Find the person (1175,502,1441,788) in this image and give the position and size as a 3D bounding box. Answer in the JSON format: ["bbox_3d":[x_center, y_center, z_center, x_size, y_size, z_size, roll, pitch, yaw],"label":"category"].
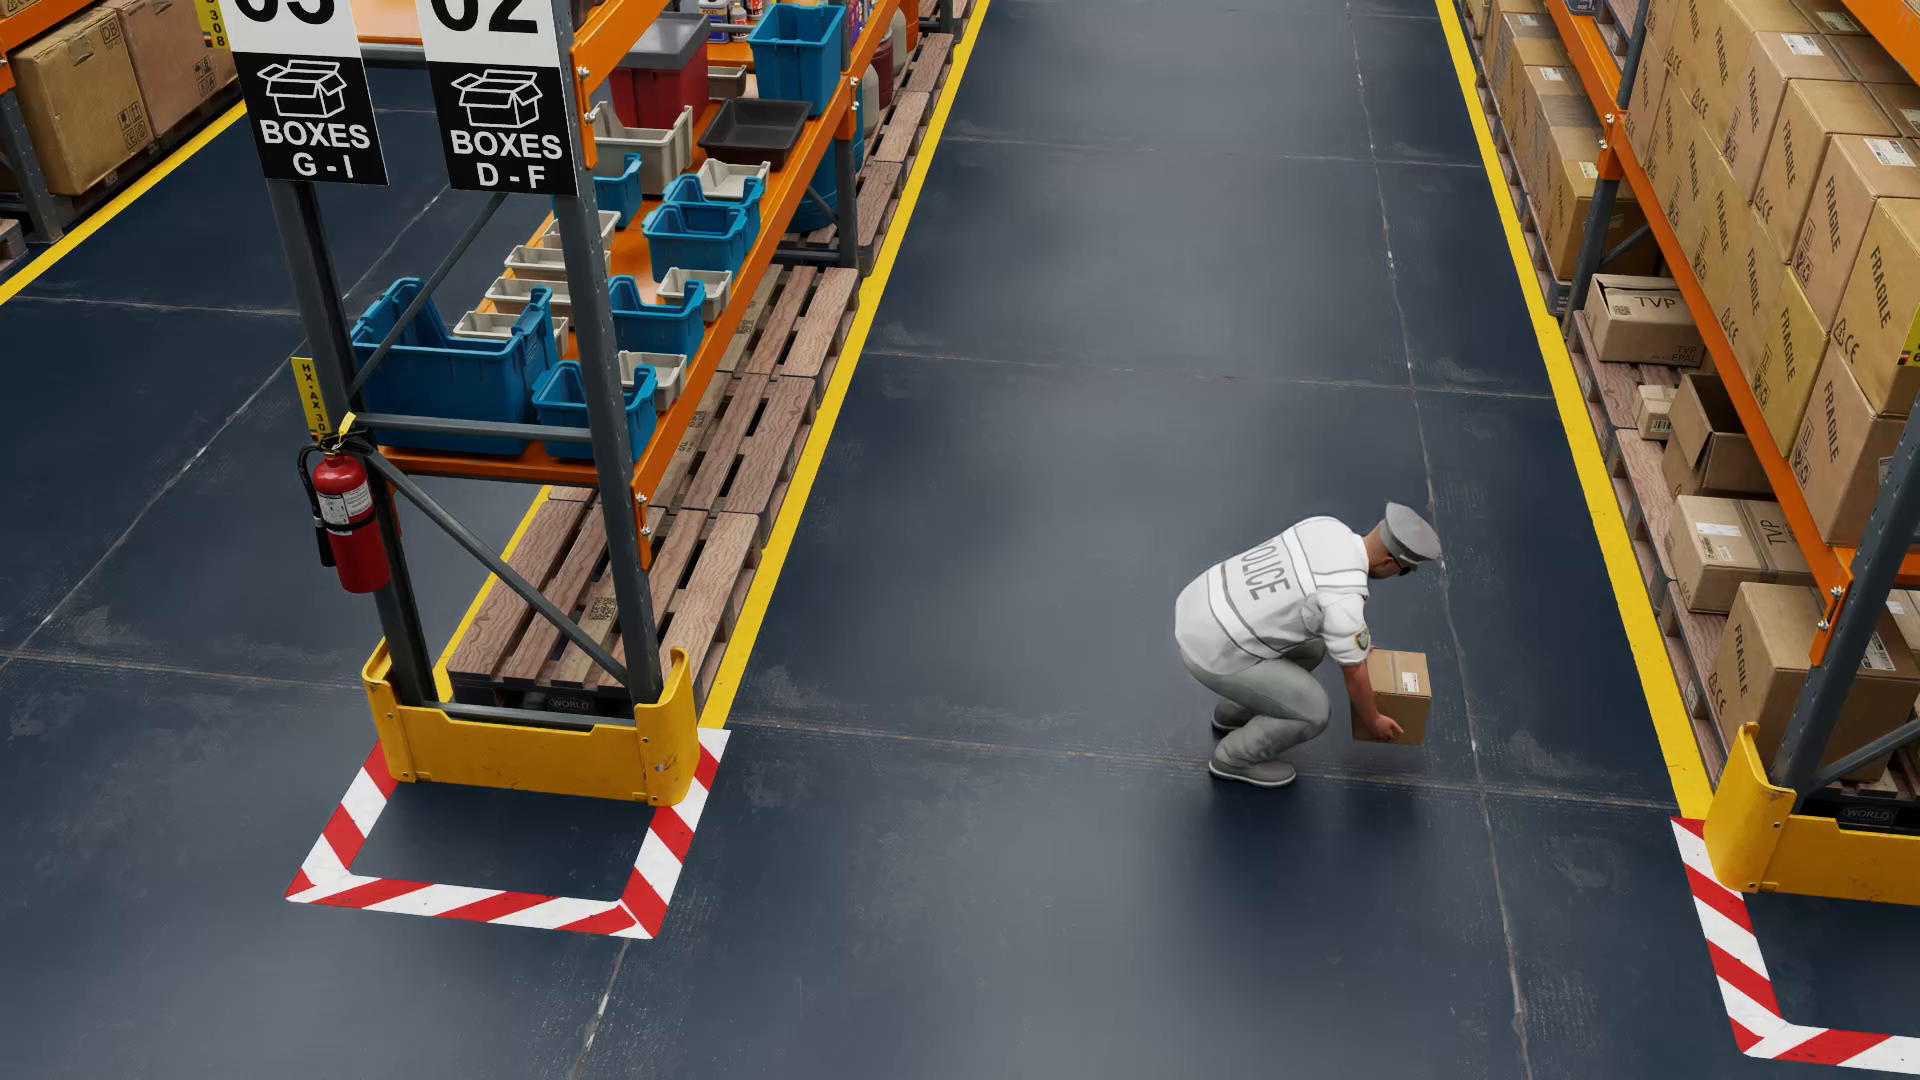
[{"bbox_3d":[1.254,0.356,6.193,0.912,1.121,0.575,4,36,6],"label":"person"}]
